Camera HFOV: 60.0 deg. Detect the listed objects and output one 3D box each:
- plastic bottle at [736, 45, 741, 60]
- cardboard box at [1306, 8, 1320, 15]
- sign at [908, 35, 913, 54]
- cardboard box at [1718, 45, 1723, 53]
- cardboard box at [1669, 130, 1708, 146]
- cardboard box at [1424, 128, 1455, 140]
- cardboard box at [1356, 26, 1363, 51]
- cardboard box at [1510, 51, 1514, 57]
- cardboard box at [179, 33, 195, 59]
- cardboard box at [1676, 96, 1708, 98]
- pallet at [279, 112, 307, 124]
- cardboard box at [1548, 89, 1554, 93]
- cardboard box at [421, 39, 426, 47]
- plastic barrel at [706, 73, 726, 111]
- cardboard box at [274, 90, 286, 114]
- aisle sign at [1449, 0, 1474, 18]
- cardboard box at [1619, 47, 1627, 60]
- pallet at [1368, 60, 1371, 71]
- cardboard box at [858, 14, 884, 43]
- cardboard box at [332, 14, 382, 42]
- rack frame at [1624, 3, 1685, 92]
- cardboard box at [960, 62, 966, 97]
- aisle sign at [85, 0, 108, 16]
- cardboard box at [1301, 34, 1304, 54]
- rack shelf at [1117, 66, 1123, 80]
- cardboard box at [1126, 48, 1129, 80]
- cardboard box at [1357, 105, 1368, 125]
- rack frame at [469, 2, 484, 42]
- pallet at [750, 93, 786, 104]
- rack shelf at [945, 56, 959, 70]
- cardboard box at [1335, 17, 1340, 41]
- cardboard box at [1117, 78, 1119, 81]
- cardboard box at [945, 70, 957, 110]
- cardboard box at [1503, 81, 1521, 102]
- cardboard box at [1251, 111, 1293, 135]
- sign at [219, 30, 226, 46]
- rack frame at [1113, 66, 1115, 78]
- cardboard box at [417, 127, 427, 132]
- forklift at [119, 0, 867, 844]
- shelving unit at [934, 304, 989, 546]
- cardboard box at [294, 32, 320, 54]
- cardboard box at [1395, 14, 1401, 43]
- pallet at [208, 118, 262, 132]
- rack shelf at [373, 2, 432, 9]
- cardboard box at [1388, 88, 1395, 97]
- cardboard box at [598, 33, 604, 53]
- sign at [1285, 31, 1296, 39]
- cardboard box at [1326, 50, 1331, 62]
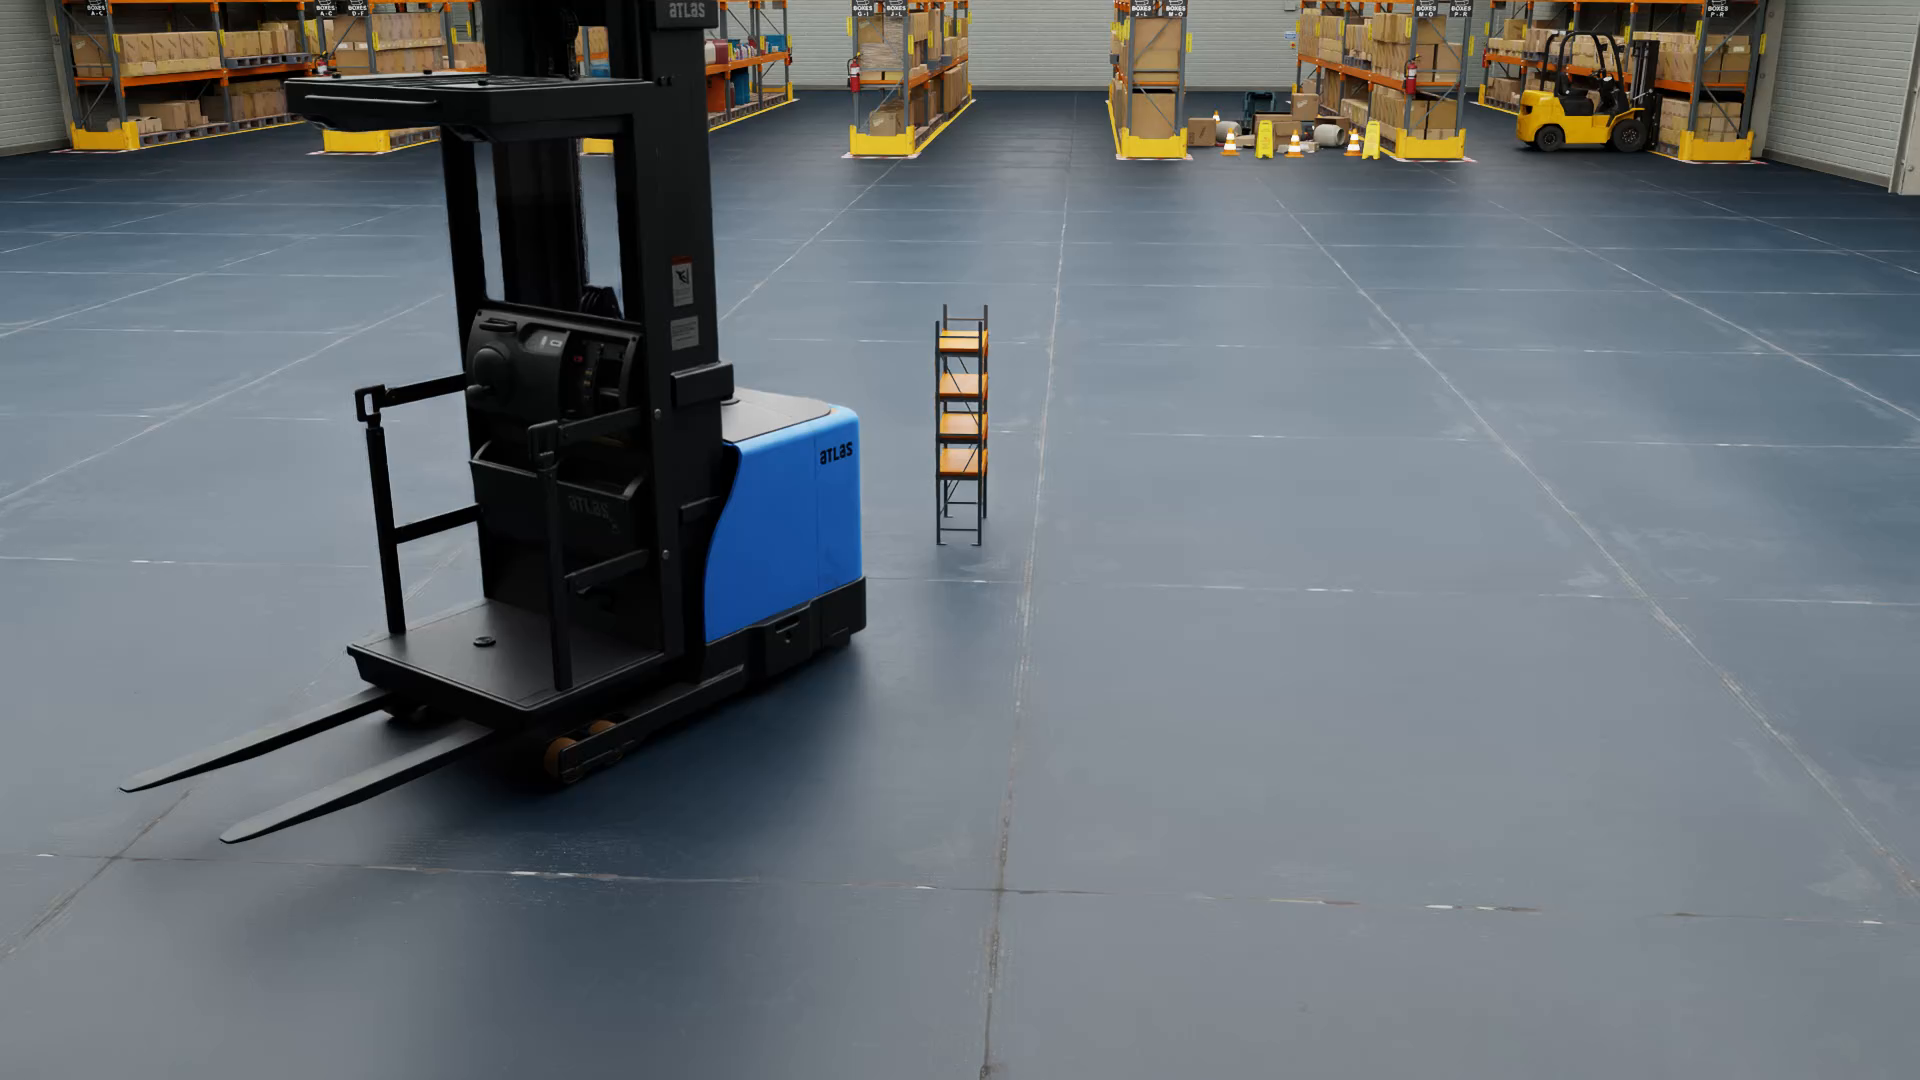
[{"bbox_3d":[-5.331,-11.706,39.910,0.144,0.351,0.185,1,18,4],"label":"plastic bottle"},{"bbox_3d":[9.215,-13.758,43.286,0.380,0.149,0.250,1,18,2],"label":"cardboard box"},{"bbox_3d":[-0.892,-8.926,29.957,0.100,0.325,0.005,1,18,4],"label":"sign"},{"bbox_3d":[13.640,-8.729,29.544,0.380,0.149,0.250,1,18,4],"label":"cardboard box"},{"bbox_3d":[13.121,-7.242,29.948,0.500,0.250,0.500,1,18,4],"label":"cardboard box"},{"bbox_3d":[8.785,-7.443,30.562,0.500,0.250,0.500,1,18,3],"label":"cardboard box"},{"bbox_3d":[8.657,-10.562,35.026,0.500,0.500,0.500,1,18,2],"label":"cardboard box"},{"bbox_3d":[14.062,-12.232,41.838,0.380,0.149,0.250,1,18,3],"label":"cardboard box"},{"bbox_3d":[-15.770,-9.930,33.416,0.500,0.500,0.500,1,18,2],"label":"cardboard box"},{"bbox_3d":[13.748,-8.178,31.201,0.500,0.250,0.500,1,18,3],"label":"cardboard box"},{"bbox_3d":[-15.739,-9.775,38.417,1.003,0.211,1.213,1,18,4],"label":"pallet"},{"bbox_3d":[13.873,-10.146,38.411,0.500,0.500,0.500,2,18,6],"label":"cardboard box"},{"bbox_3d":[-10.907,-9.942,33.245,0.380,0.149,0.250,1,18,4],"label":"cardboard box"},{"bbox_3d":[-5.782,-10.443,38.786,0.600,0.830,0.708,1,18,4],"label":"plastic barrel"},{"bbox_3d":[-15.834,-9.982,37.878,0.700,0.500,0.500,1,18,4],"label":"cardboard box"},{"bbox_3d":[8.756,-9.515,28.969,0.394,0.787,0.004,1,18,4],"label":"aisle sign"},{"bbox_3d":[13.470,-9.763,33.338,0.500,0.250,0.500,1,18,3],"label":"cardboard box"},{"bbox_3d":[8.938,-9.691,33.989,1.003,0.211,1.213,1,18,4],"label":"pallet"},{"bbox_3d":[-1.640,-9.367,30.449,0.500,0.500,0.500,1,18,4],"label":"cardboard box"},{"bbox_3d":[-11.264,-9.574,31.081,0.700,0.500,0.500,1,18,4],"label":"cardboard box"},{"bbox_3d":[13.689,-9.438,32.910,1.000,3.000,0.127,1,18,4],"label":"rack frame"},{"bbox_3d":[-0.317,-12.203,44.085,0.875,0.875,0.875,1,18,4],"label":"cardboard box"},{"bbox_3d":[-15.961,-10.065,30.647,0.394,0.787,0.004,1,18,4],"label":"aisle sign"},{"bbox_3d":[9.269,-13.022,43.686,0.500,0.500,0.500,1,18,3],"label":"cardboard box"},{"bbox_3d":[3.937,-9.906,35.494,1.077,0.370,4.000,1,18,4],"label":"rack shelf"},{"bbox_3d":[3.506,-8.744,30.549,0.875,0.550,0.550,1,18,4],"label":"cardboard box"},{"bbox_3d":[8.821,-8.885,34.767,0.950,0.372,0.625,2,18,7],"label":"cardboard box"},{"bbox_3d":[-10.740,-11.234,38.390,1.000,3.000,0.127,1,18,4],"label":"rack frame"},{"bbox_3d":[-5.324,-12.026,45.286,1.003,0.211,1.213,1,18,4],"label":"pallet"},{"bbox_3d":[-0.716,-11.291,39.719,1.077,0.370,4.000,1,18,4],"label":"rack shelf"},{"bbox_3d":[8.830,-11.639,37.860,0.500,0.500,0.500,2,18,5],"label":"cardboard box"},{"bbox_3d":[3.868,-10.456,38.151,0.500,0.250,0.500,1,18,3],"label":"cardboard box"},{"bbox_3d":[-0.718,-10.692,39.474,1.225,0.875,0.875,1,18,4],"label":"cardboard box"},{"bbox_3d":[14.237,-11.402,42.243,0.700,0.500,0.500,1,18,2],"label":"cardboard box"},{"bbox_3d":[6.111,-8.077,32.545,0.797,0.637,0.503,1,18,4],"label":"cardboard box"},{"bbox_3d":[-15.426,-10.503,34.768,0.100,0.325,0.005,1,18,4],"label":"sign"},{"bbox_3d":[4.654,-13.354,44.860,1.000,3.000,0.127,1,18,4],"label":"rack frame"},{"bbox_3d":[-10.944,-8.269,33.084,0.500,0.250,0.500,1,18,4],"label":"cardboard box"},{"bbox_3d":[-1.697,-0.662,6.235,1.130,2.935,3.031,13,22,34],"label":"forklift"},{"bbox_3d":[0.012,-0.622,8.893,0.258,1.200,0.503,1,18,4],"label":"shelving unit"},{"bbox_3d":[-15.391,-11.687,39.101,0.500,0.500,0.500,2,18,6],"label":"cardboard box"},{"bbox_3d":[8.314,-9.290,30.214,0.700,0.500,0.500,1,18,4],"label":"cardboard box"},{"bbox_3d":[-15.914,-9.018,36.104,1.003,0.211,1.213,1,18,4],"label":"pallet"},{"bbox_3d":[-15.251,-14.290,44.056,1.077,0.370,4.000,1,18,4],"label":"rack shelf"},{"bbox_3d":[8.250,-8.393,31.216,0.380,0.149,0.250,2,18,6],"label":"cardboard box"},{"bbox_3d":[-9.961,-13.460,45.022,0.500,0.500,0.500,1,18,4],"label":"cardboard box"},{"bbox_3d":[9.936,-15.175,49.984,0.327,0.218,0.001,1,18,4],"label":"sign"},{"bbox_3d":[8.884,-11.356,39.003,0.500,0.250,0.500,1,18,3],"label":"cardboard box"}]
